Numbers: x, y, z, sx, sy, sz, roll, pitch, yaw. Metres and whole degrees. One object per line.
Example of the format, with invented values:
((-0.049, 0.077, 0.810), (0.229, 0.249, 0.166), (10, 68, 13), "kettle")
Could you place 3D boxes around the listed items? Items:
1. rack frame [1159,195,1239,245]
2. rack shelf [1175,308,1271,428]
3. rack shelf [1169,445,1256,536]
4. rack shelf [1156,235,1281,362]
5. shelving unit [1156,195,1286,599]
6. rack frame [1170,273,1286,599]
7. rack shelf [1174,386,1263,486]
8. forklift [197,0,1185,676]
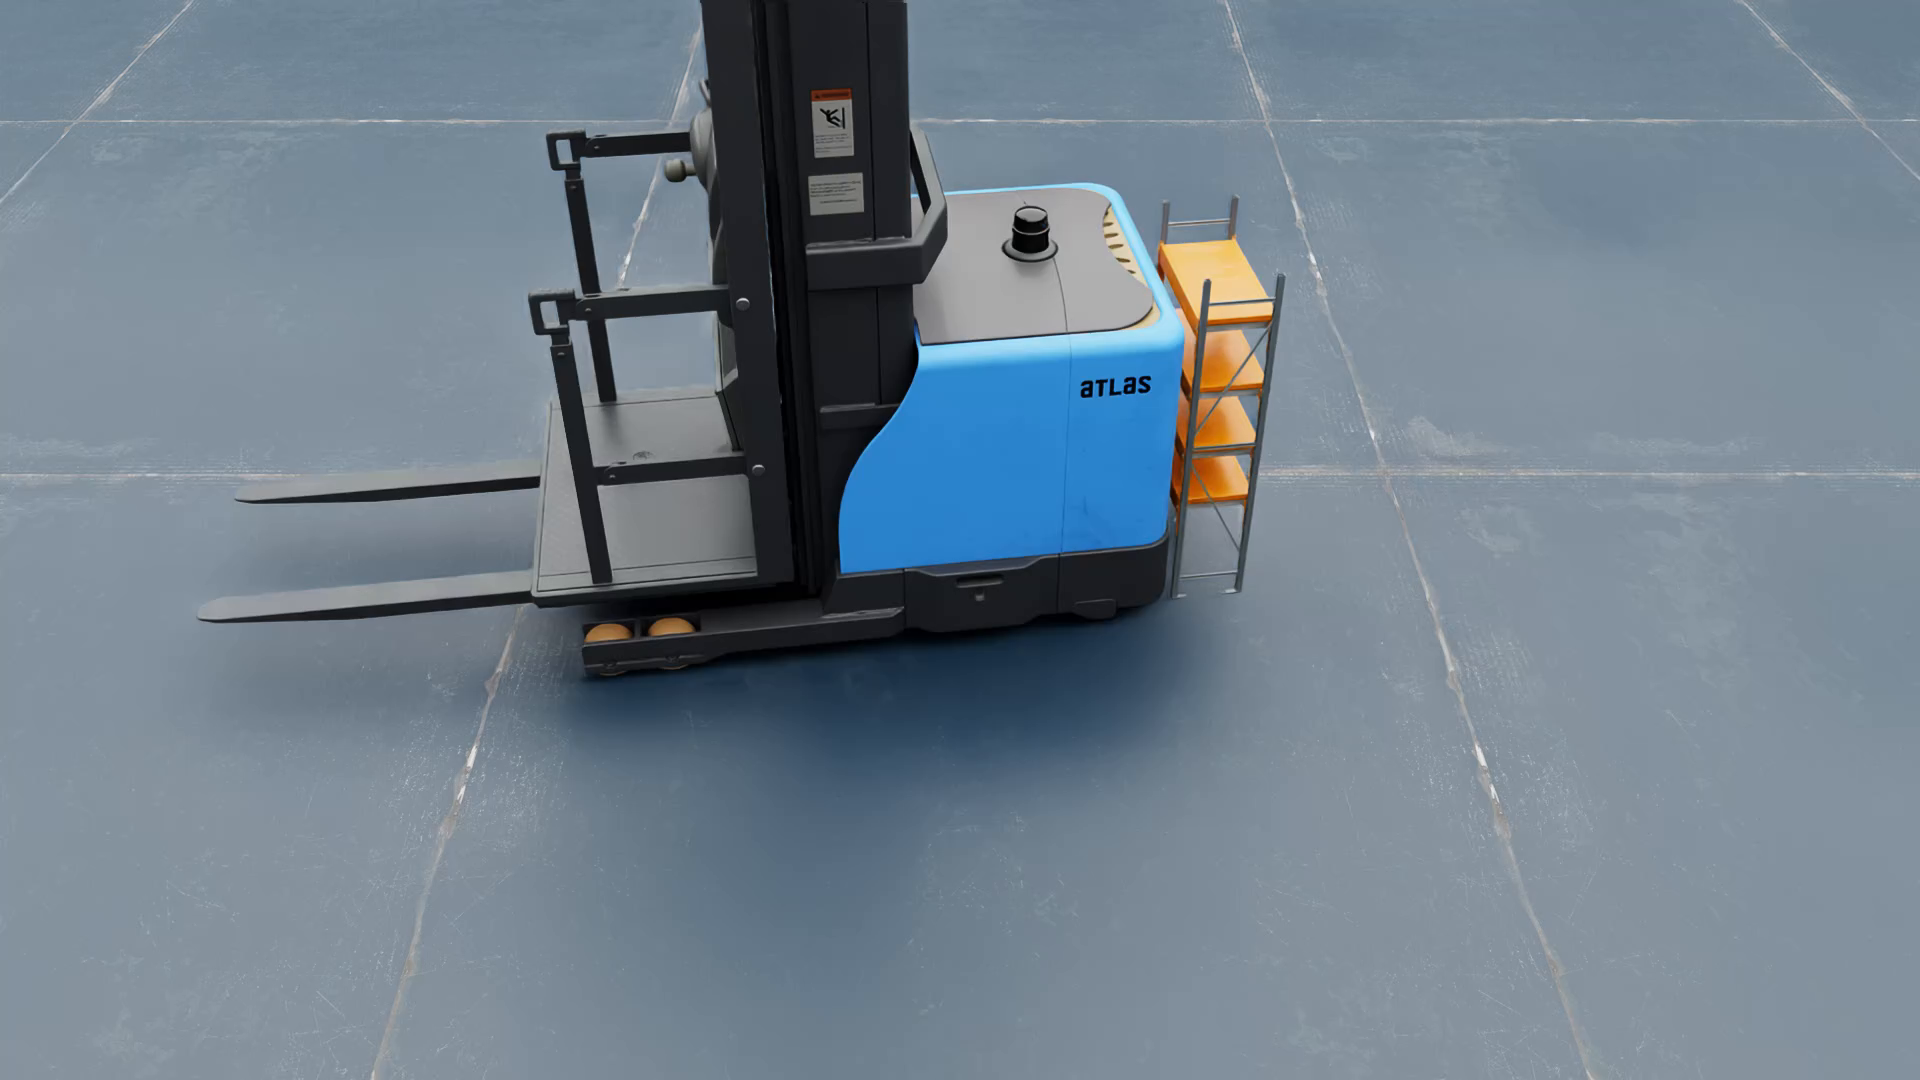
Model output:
((0.746, -0.589, 5.525), (0.240, 1.200, 0.015), (-5, 39, -7), "rack frame")
((0.782, -0.560, 5.239), (0.258, 0.148, 0.480), (-5, 39, -7), "rack shelf")
((0.781, -0.230, 5.503), (0.258, 0.148, 0.480), (-5, 39, -7), "rack shelf")
((0.782, -0.745, 5.091), (0.258, 0.148, 0.480), (-5, 39, -7), "rack shelf")
((0.781, -0.438, 5.337), (0.258, 1.200, 0.503), (-5, 39, -7), "shelving unit")
((0.817, -0.287, 5.148), (0.240, 1.200, 0.015), (-5, 39, -7), "rack frame")
((0.781, -0.385, 5.379), (0.258, 0.148, 0.480), (-5, 39, -7), "rack shelf")
((-0.890, -1.072, 4.744), (3.031, 2.935, 1.130), (-5, 39, -7), "forklift")
